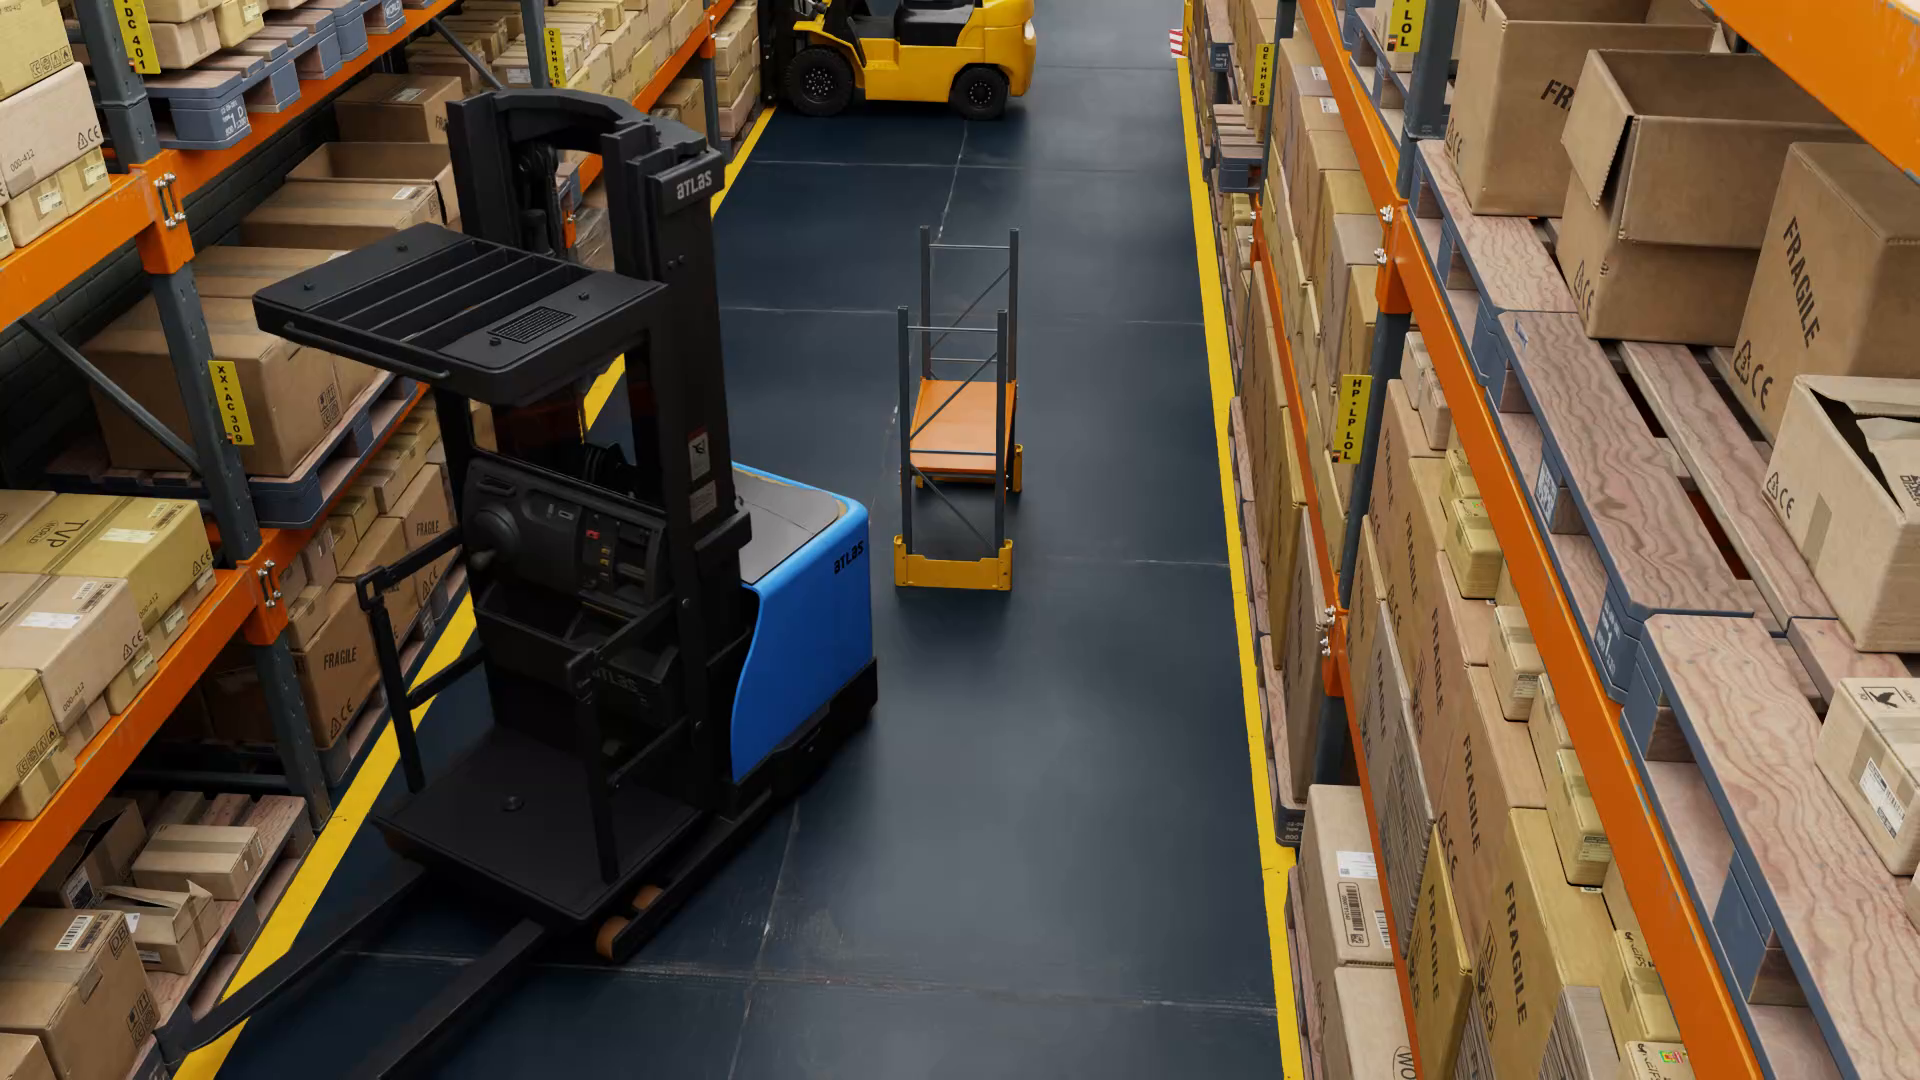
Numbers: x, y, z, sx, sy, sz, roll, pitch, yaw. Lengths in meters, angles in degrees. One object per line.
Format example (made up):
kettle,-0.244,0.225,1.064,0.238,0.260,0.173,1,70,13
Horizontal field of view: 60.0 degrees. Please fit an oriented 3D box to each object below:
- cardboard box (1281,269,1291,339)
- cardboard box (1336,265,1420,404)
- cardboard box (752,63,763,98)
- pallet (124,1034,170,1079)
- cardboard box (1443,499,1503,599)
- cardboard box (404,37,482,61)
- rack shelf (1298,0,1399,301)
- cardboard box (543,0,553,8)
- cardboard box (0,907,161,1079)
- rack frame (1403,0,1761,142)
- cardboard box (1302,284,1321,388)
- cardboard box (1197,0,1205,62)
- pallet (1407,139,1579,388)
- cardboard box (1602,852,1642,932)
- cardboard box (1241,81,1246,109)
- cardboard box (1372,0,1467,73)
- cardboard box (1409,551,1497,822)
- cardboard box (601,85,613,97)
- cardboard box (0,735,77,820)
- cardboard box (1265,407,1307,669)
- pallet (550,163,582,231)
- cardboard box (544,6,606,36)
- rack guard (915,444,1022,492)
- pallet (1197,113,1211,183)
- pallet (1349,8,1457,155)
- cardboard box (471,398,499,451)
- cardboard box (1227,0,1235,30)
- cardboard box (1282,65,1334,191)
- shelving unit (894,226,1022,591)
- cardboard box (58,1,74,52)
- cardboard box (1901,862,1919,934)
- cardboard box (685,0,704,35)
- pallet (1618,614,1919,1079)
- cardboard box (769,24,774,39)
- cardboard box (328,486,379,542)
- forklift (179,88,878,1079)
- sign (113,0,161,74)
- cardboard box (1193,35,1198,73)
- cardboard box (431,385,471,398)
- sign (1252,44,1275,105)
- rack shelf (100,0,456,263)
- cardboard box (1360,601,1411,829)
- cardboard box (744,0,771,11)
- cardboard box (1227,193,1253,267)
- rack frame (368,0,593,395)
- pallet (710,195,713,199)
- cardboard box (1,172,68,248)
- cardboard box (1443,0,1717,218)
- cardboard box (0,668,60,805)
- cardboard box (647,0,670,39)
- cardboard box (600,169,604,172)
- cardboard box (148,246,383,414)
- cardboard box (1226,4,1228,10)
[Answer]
cardboard box,1.804,-1.160,7.915,0.500,0.250,0.500,3,32,6
cardboard box,1.628,-0.633,5.870,0.500,0.500,0.500,3,32,6
cardboard box,-2.033,-4.096,14.758,0.500,0.250,0.500,3,32,5
pallet,-3.259,2.056,5.214,1.003,0.211,1.213,2,32,4
cardboard box,1.442,0.024,4.185,0.380,0.149,0.250,2,32,3
cardboard box,-3.045,-2.861,9.820,0.380,0.149,0.250,3,32,5
rack shelf,2.005,-1.937,6.860,1.077,0.370,4.000,2,32,4
cardboard box,-2.850,-3.523,10.894,0.380,0.149,0.250,3,32,5
cardboard box,-3.094,1.543,5.370,0.700,0.500,0.500,1,32,2
rack frame,1.842,-2.474,4.188,1.000,3.000,0.127,2,32,4
cardboard box,1.705,-0.843,6.925,0.500,0.250,0.500,3,32,5
cardboard box,2.389,-4.565,14.804,0.500,0.500,0.500,3,32,5
pallet,1.765,-0.732,4.304,1.003,0.211,1.213,2,32,4
cardboard box,1.433,0.695,3.097,0.380,0.149,0.250,2,32,4
cardboard box,1.914,-2.673,10.068,0.380,0.149,0.250,1,32,2
cardboard box,1.704,-1.808,5.650,0.500,0.311,0.500,2,32,4
cardboard box,1.461,0.381,4.224,0.500,0.500,0.500,3,32,5
cardboard box,-2.455,-2.643,10.322,0.500,0.250,0.500,2,32,3
cardboard box,-2.918,0.699,4.996,0.380,0.149,0.250,2,32,3
cardboard box,1.878,0.005,7.507,0.875,0.875,0.875,3,32,5
pallet,-2.765,-1.783,8.967,1.213,0.211,1.003,2,32,4
cardboard box,-2.445,-3.240,10.434,0.380,0.149,0.250,3,32,5
rack guard,0.047,-0.407,9.172,0.587,0.250,0.087,2,32,4
pallet,2.512,-3.269,13.853,1.003,0.211,1.213,2,32,4
pallet,1.867,-1.597,5.806,0.805,0.209,1.217,1,32,2
cardboard box,-2.691,-0.571,8.800,0.500,0.500,0.500,4,32,6
cardboard box,2.075,-3.699,11.114,0.500,0.500,0.500,2,32,4
cardboard box,1.853,-1.973,8.044,0.500,0.500,0.500,3,32,4
shelving unit,0.006,-0.678,8.421,0.587,1.500,1.083,2,32,4
cardboard box,-3.150,-1.683,5.507,0.380,0.149,0.250,2,32,4
cardboard box,1.463,0.498,1.872,0.500,0.250,0.500,0,32,-1
cardboard box,-2.235,-3.975,12.484,0.500,0.250,0.500,3,32,5
pallet,1.566,0.544,2.234,1.003,0.211,1.213,2,32,4
cardboard box,-1.974,-4.564,15.041,0.500,0.250,0.500,2,32,4
cardboard box,-2.848,-0.124,7.456,0.380,0.149,0.250,2,32,3
forklift,-1.558,0.044,5.885,1.130,2.935,3.031,17,36,26
sign,-2.564,-1.608,5.149,0.100,0.325,0.005,2,32,4
cardboard box,2.428,-4.527,15.457,0.500,0.250,0.500,4,32,6
cardboard box,-2.711,-0.797,8.549,0.380,0.149,0.250,2,32,3
sign,1.626,-2.489,8.902,0.100,0.325,0.005,2,32,4
rack shelf,-2.943,-2.147,7.201,1.077,0.370,4.000,2,32,4
cardboard box,1.498,0.534,4.929,0.500,0.500,0.500,3,32,4
cardboard box,-1.971,-4.789,14.929,0.500,0.250,0.500,2,32,3
cardboard box,2.343,-2.150,11.483,0.950,0.372,0.625,3,32,6
rack frame,-2.780,-2.222,9.496,1.000,3.000,0.127,2,32,4
pallet,-2.476,-2.740,12.994,1.003,0.211,1.213,2,32,4
cardboard box,-2.864,-0.972,4.848,0.380,0.149,0.250,2,32,4
cardboard box,1.585,-1.163,4.327,0.500,0.500,0.500,3,32,5
cardboard box,-2.984,0.606,4.766,0.500,0.250,0.500,2,32,4
cardboard box,-2.322,-3.659,11.494,0.500,0.250,0.500,3,32,5
cardboard box,-2.616,-2.409,11.664,0.875,0.625,0.625,1,32,2
cardboard box,-2.801,-0.866,6.800,0.700,0.500,0.500,3,32,5
cardboard box,2.133,-3.900,12.058,0.380,0.149,0.250,3,32,5
